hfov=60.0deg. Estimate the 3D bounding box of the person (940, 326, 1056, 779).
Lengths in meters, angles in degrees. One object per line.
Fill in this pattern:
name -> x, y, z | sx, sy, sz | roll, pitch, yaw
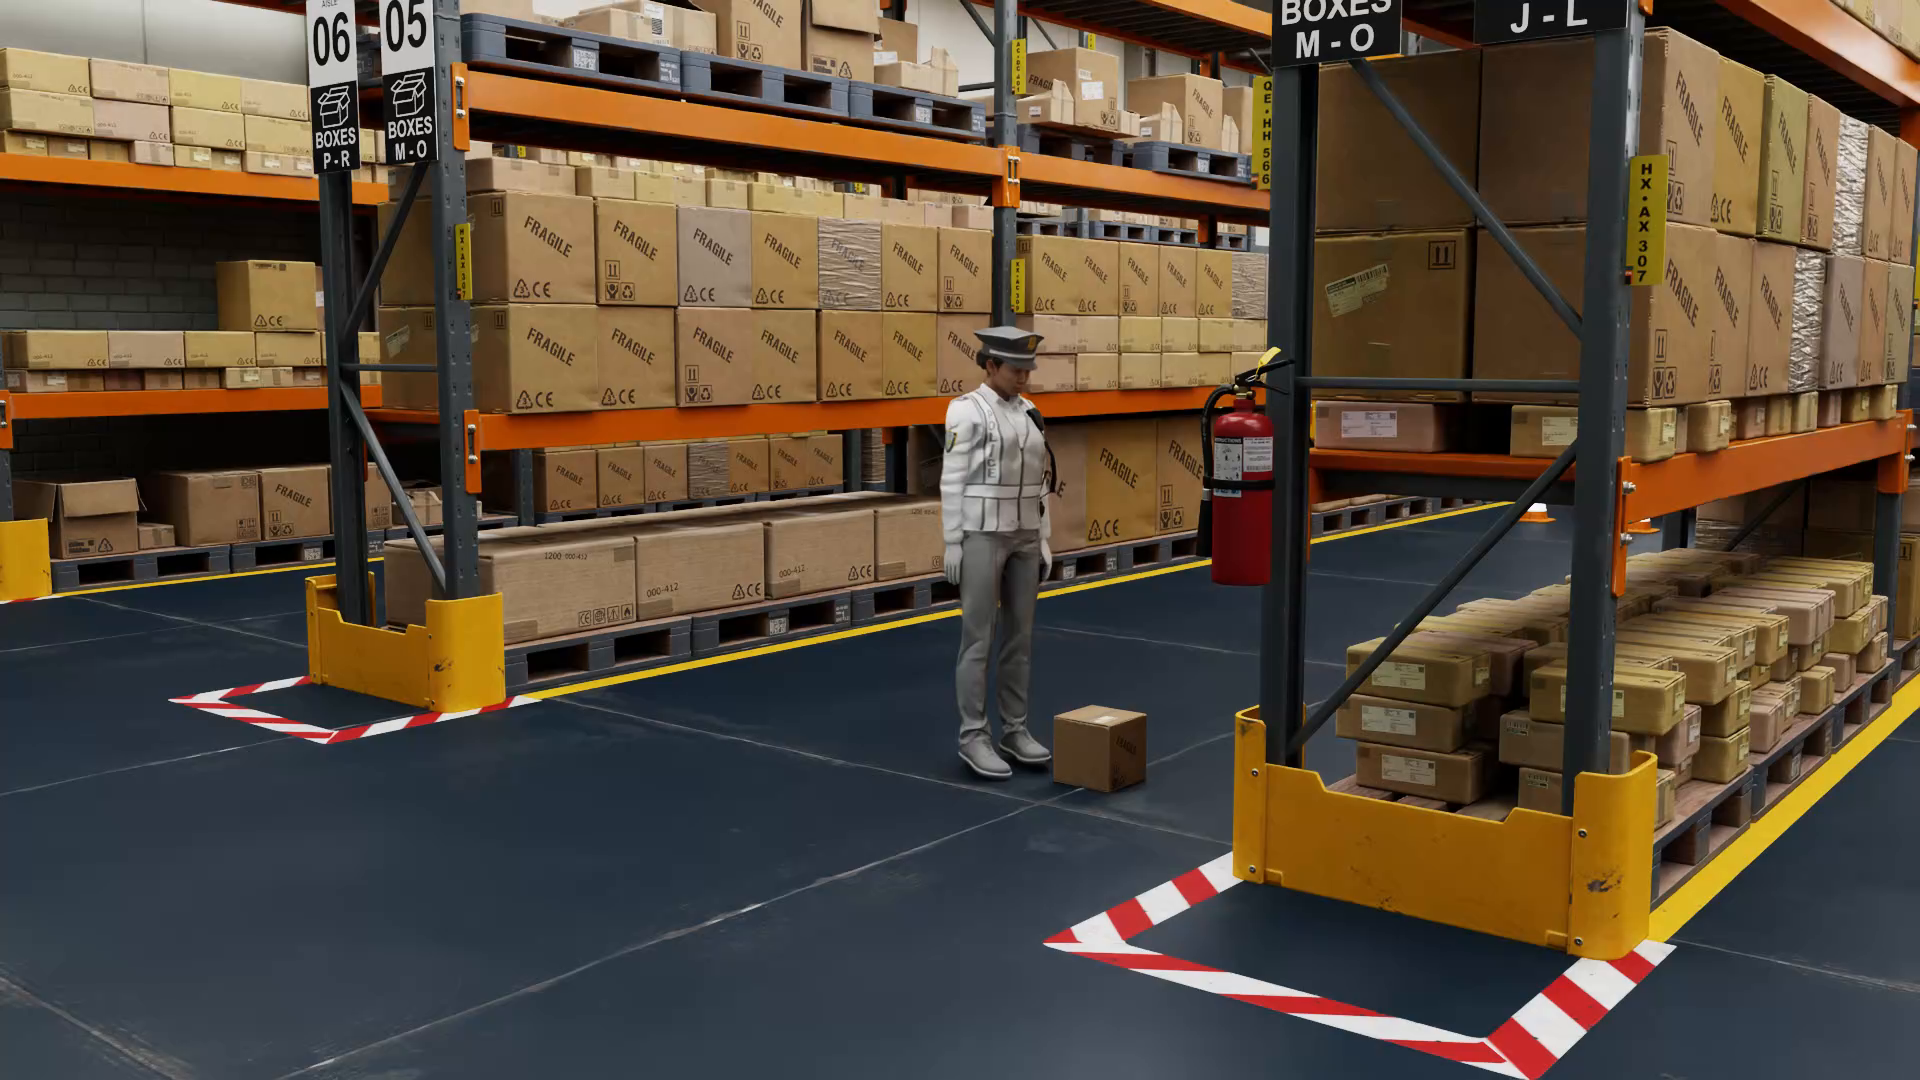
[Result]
person -> 0.188, 0.025, 6.378 | 0.500, 1.680, 0.418 | -6, 9, -40
